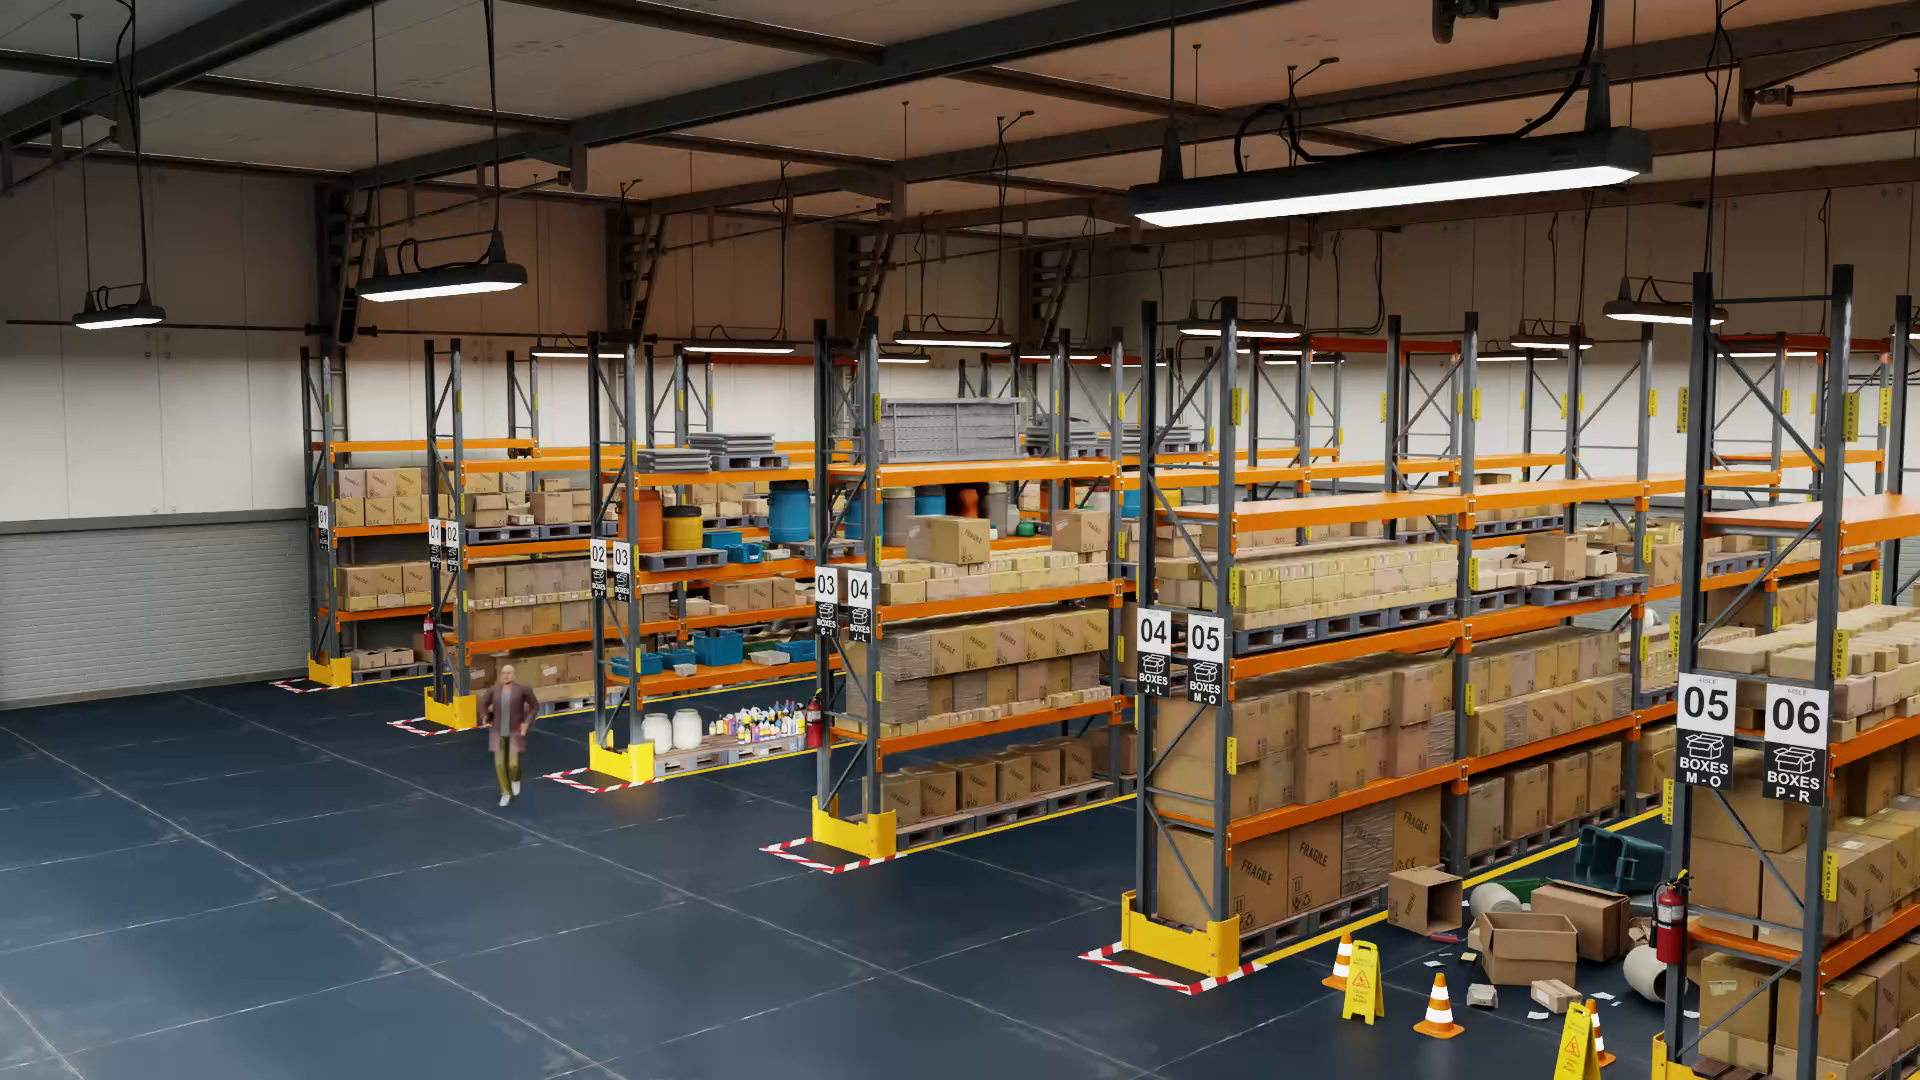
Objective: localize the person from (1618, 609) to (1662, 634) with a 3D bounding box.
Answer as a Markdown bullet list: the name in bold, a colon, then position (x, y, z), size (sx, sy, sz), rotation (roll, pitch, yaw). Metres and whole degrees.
- **person**: position (11.765, 1.787, 28.708), size (0.727, 1.711, 0.667), rotation (1, 5, 9)

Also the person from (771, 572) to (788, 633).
- **person**: position (-3.474, 1.426, 32.445), size (0.953, 1.806, 0.665), rotation (-5, 7, -42)

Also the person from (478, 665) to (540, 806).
- **person**: position (-5.735, 2.457, 21.071), size (0.752, 1.754, 0.671), rotation (0, 5, 0)
